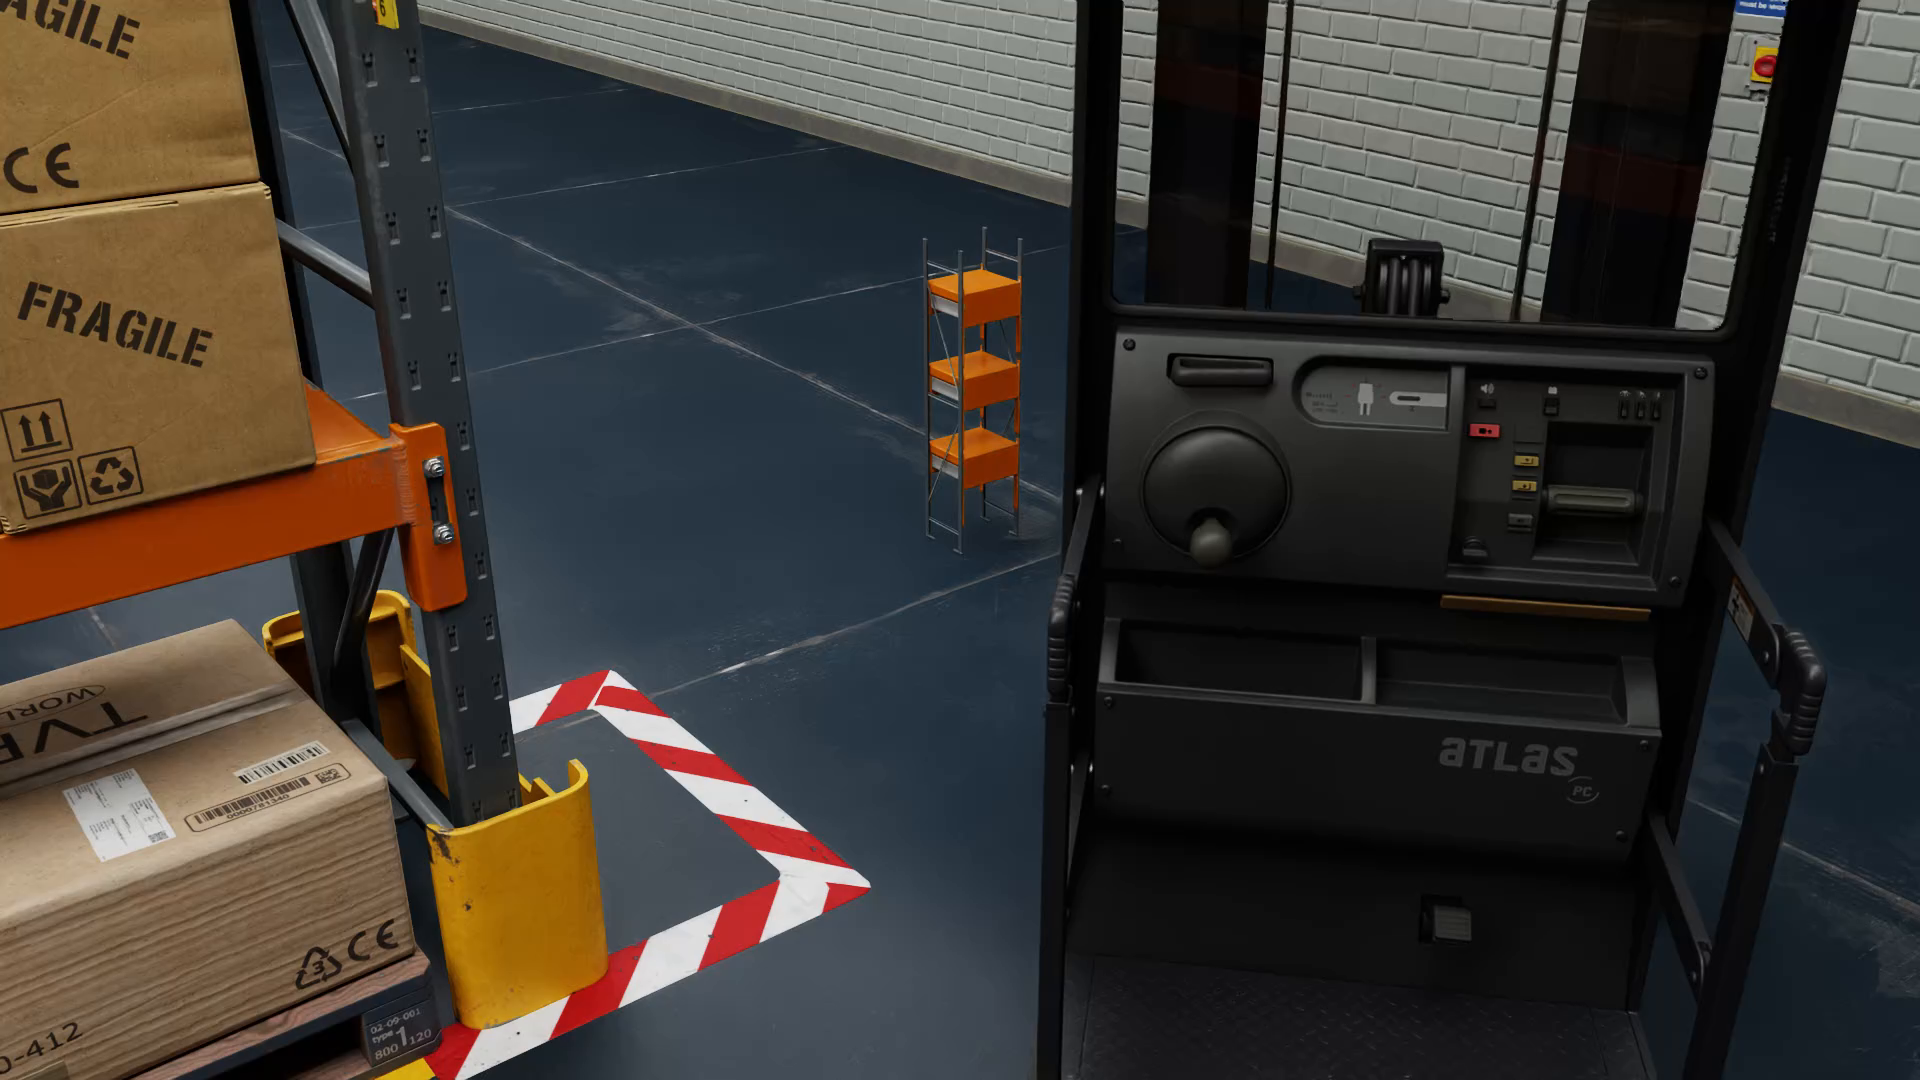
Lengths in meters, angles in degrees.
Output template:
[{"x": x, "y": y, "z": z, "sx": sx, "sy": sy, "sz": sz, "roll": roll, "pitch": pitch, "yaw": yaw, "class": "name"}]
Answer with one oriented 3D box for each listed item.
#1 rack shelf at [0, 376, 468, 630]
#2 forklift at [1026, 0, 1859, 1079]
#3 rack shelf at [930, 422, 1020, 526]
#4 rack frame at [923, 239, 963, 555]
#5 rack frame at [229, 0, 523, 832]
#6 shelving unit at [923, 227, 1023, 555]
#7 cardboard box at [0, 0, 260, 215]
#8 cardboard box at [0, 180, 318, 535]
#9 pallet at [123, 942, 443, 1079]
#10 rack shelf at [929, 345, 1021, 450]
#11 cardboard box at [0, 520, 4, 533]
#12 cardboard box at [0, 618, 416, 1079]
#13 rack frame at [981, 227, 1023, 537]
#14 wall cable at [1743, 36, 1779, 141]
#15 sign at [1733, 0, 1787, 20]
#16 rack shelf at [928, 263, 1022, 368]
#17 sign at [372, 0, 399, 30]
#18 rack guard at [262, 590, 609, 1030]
[{"x": -2.843, "y": 0.301, "z": 2.394, "sx": 4.000, "sy": 0.370, "sz": 1.077, "roll": -18, "pitch": 31, "yaw": -34, "class": "rack shelf"}, {"x": 0.674, "y": -0.093, "z": 2.470, "sx": 1.130, "sy": 2.935, "sz": 3.031, "roll": 4, "pitch": 25, "yaw": 8, "class": "forklift"}, {"x": 0.042, "y": -0.228, "z": 5.680, "sx": 0.240, "sy": 0.259, "sz": 0.215, "roll": -18, "pitch": 31, "yaw": -34, "class": "rack shelf"}, {"x": -0.054, "y": -0.458, "z": 5.491, "sx": 0.008, "sy": 1.050, "sz": 0.200, "roll": -18, "pitch": 31, "yaw": -34, "class": "rack frame"}, {"x": -1.269, "y": -0.545, "z": 3.362, "sx": 0.127, "sy": 3.000, "sz": 1.000, "roll": -18, "pitch": 31, "yaw": -34, "class": "rack frame"}, {"x": 0.042, "y": -0.490, "z": 5.559, "sx": 0.252, "sy": 1.050, "sz": 0.215, "roll": -18, "pitch": 31, "yaw": -34, "class": "shelving unit"}, {"x": -1.502, "y": -0.840, "z": 2.690, "sx": 0.500, "sy": 0.500, "sz": 0.500, "roll": -17, "pitch": 30, "yaw": -32, "class": "cardboard box"}, {"x": -1.486, "y": -0.378, "z": 2.882, "sx": 0.500, "sy": 0.500, "sz": 0.500, "roll": -18, "pitch": 30, "yaw": -34, "class": "cardboard box"}, {"x": -1.850, "y": 0.953, "z": 3.445, "sx": 1.213, "sy": 0.211, "sz": 1.003, "roll": -18, "pitch": 31, "yaw": -34, "class": "pallet"}, {"x": 0.042, "y": -0.481, "z": 5.563, "sx": 0.240, "sy": 0.259, "sz": 0.215, "roll": -18, "pitch": 31, "yaw": -34, "class": "rack shelf"}, {"x": -1.890, "y": -0.252, "z": 2.612, "sx": 0.500, "sy": 0.500, "sz": 0.500, "roll": -19, "pitch": 31, "yaw": -35, "class": "cardboard box"}, {"x": -1.727, "y": 0.631, "z": 3.372, "sx": 0.875, "sy": 0.438, "sz": 0.875, "roll": -19, "pitch": 31, "yaw": -36, "class": "cardboard box"}, {"x": 0.138, "y": -0.522, "z": 5.627, "sx": 0.008, "sy": 1.050, "sz": 0.200, "roll": -18, "pitch": 31, "yaw": -34, "class": "rack frame"}, {"x": 3.153, "y": -2.493, "z": 6.314, "sx": 0.123, "sy": 1.953, "sz": 0.585, "roll": -18, "pitch": 31, "yaw": -34, "class": "wall cable"}, {"x": 3.172, "y": -2.172, "z": 6.546, "sx": 0.001, "sy": 0.218, "sz": 0.327, "roll": -18, "pitch": 31, "yaw": -34, "class": "sign"}, {"x": 0.042, "y": -0.738, "z": 5.444, "sx": 0.240, "sy": 0.259, "sz": 0.215, "roll": -18, "pitch": 31, "yaw": -34, "class": "rack shelf"}, {"x": -0.945, "y": -0.995, "z": 2.673, "sx": 0.005, "sy": 0.325, "sz": 0.100, "roll": -18, "pitch": 31, "yaw": -34, "class": "sign"}, {"x": -1.250, "y": 0.582, "z": 3.901, "sx": 0.348, "sy": 0.500, "sz": 1.175, "roll": -18, "pitch": 31, "yaw": -34, "class": "rack guard"}]
